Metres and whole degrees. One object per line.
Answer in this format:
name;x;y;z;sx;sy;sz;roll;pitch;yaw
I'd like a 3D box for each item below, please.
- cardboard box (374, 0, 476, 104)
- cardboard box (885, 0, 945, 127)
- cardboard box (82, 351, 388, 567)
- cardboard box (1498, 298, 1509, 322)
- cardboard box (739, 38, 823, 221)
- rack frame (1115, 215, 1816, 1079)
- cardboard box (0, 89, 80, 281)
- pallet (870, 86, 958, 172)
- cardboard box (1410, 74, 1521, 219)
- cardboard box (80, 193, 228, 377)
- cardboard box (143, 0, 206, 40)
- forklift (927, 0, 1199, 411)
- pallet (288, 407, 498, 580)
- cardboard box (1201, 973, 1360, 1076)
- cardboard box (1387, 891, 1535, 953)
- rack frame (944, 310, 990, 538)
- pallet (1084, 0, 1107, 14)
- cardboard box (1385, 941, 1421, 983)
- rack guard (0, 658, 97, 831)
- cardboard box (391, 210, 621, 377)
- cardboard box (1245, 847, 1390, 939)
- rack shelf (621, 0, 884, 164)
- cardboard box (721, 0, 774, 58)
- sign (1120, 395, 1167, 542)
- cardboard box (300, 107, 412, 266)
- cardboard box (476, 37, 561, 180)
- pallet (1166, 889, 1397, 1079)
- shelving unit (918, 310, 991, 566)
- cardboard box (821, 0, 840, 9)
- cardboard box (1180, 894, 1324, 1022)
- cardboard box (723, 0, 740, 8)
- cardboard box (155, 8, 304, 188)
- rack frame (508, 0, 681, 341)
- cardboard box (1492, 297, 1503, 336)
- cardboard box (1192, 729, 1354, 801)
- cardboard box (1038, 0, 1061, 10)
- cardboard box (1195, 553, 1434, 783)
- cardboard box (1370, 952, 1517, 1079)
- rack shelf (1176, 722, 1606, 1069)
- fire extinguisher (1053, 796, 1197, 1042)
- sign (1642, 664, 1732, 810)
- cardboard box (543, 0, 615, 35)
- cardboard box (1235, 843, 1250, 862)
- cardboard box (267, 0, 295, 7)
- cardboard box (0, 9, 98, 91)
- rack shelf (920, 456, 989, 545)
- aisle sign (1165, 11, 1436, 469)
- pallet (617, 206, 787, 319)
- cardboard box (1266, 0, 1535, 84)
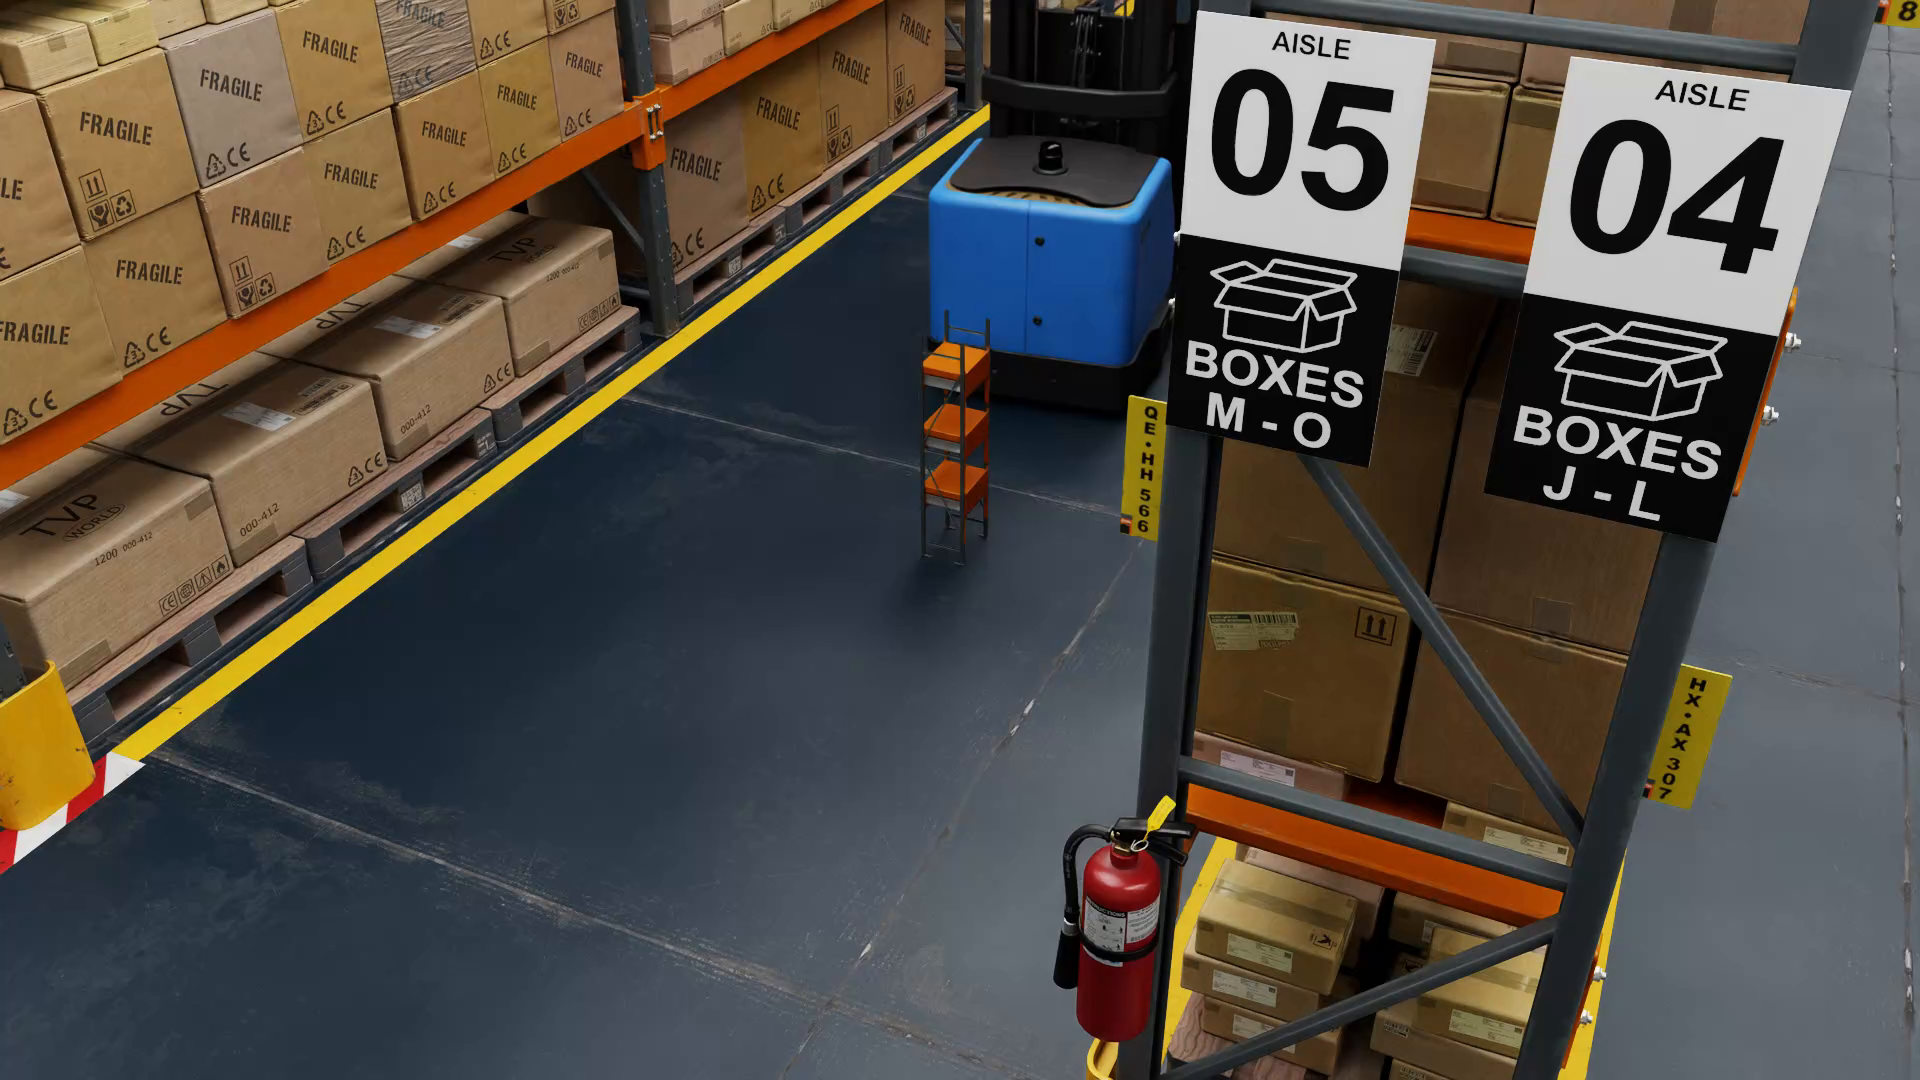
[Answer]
cardboard box;-2.358;-2.120;6.744;0.500;0.500;0.500;15;36;21
cardboard box;-0.678;-3.419;11.283;0.875;0.875;0.875;14;36;20
cardboard box;-3.100;-0.386;7.057;0.875;0.438;0.875;15;36;22
cardboard box;1.512;-0.387;3.831;0.500;0.500;0.500;15;36;22
cardboard box;-1.430;-2.531;9.929;0.875;0.875;0.875;15;36;22
rack frame;0.878;0.613;3.580;1.000;3.000;0.127;14;36;20
cardboard box;-3.201;-1.106;5.199;0.500;0.500;0.500;13;36;19
pallet;-0.712;-2.915;11.504;1.003;0.211;1.213;14;36;20
cardboard box;0.828;-0.866;3.237;0.500;0.250;0.500;13;36;19
cardboard box;-3.013;-0.946;5.866;0.500;0.500;0.500;14;36;20
cardboard box;-2.847;-1.845;5.734;0.380;0.149;0.250;15;36;21
forklift;0.763;-2.654;8.625;1.130;2.935;3.031;10;34;14
pallet;-2.885;-0.328;7.558;1.003;0.211;1.213;14;36;20
cardboard box;0.908;1.319;4.719;0.380;0.149;0.250;15;36;21
cardboard box;1.411;1.033;4.614;0.380;0.149;0.250;15;36;21
rack frame;0.029;-0.473;7.014;0.200;1.050;0.008;14;36;20
pallet;0.526;-4.285;13.593;1.003;0.211;1.213;14;36;20
cardboard box;1.423;1.293;4.760;0.380;0.149;0.250;14;36;20
rack guard;-3.671;0.585;5.902;1.175;0.500;0.348;14;36;20
cardboard box;-2.347;-1.281;8.421;0.875;0.438;0.875;14;36;20
cardboard box;1.026;0.947;4.745;0.380;0.149;0.250;15;36;21
rack shelf;-1.150;-3.160;9.990;1.077;0.370;4.000;14;36;20
cardboard box;-1.348;-2.819;8.950;0.500;0.250;0.500;13;36;19
sign;0.382;-0.141;3.385;0.100;0.325;0.005;14;36;20
cardboard box;-2.589;-1.448;6.632;0.500;0.500;0.500;15;36;22
cardboard box;-2.159;-1.959;7.412;0.500;0.500;0.500;13;36;19
pallet;1.281;1.344;5.007;1.003;0.211;1.213;14;36;20
shelving unit;-0.022;-0.412;6.921;0.215;1.050;0.252;14;36;20
cardboard box;-0.902;-3.317;9.710;0.500;0.250;0.500;14;36;20
cardboard box;0.839;1.177;4.666;0.380;0.149;0.250;13;36;19
cardboard box;-1.354;-3.032;8.819;0.500;0.250;0.500;15;36;21
cardboard box;-2.783;-1.623;5.987;0.500;0.500;0.500;14;36;20
rack frame;-1.987;-2.465;8.273;1.000;3.000;0.127;14;36;20
cardboard box;1.055;-0.509;4.016;0.500;0.500;0.500;13;35;19
cardboard box;0.757;0.491;3.995;0.380;0.149;0.250;14;36;21
cardboard box;0.233;-4.182;12.906;0.950;0.372;0.625;13;36;20
cardboard box;0.832;0.164;3.902;0.500;0.500;0.500;15;36;21
cardboard box;1.330;1.303;4.473;0.380;0.149;0.250;16;36;22
rack shelf;1.714;-0.083;5.296;1.077;0.370;4.000;14;36;20
fire extinguisher;0.353;0.821;3.674;0.296;0.674;0.183;14;36;20
sign;1.371;0.375;3.153;0.100;0.325;0.005;14;36;20
cardboard box;-1.934;-2.626;7.517;0.500;0.500;0.500;14;36;20
cardboard box;1.055;0.917;5.061;0.380;0.149;0.250;13;35;19
cardboard box;-2.574;-2.080;6.092;0.380;0.149;0.250;13;36;19
cardboard box;-3.003;-1.567;5.310;0.380;0.149;0.250;15;36;22
rack shelf;-0.022;-0.171;7.080;0.215;0.259;0.240;14;36;20
aisle sign;0.575;-0.507;2.917;0.394;0.787;0.004;14;36;20
pallet;-1.733;-1.700;9.650;1.003;0.211;1.213;14;36;20
cardboard box;0.839;-1.076;3.101;0.500;0.250;0.500;13;35;19
